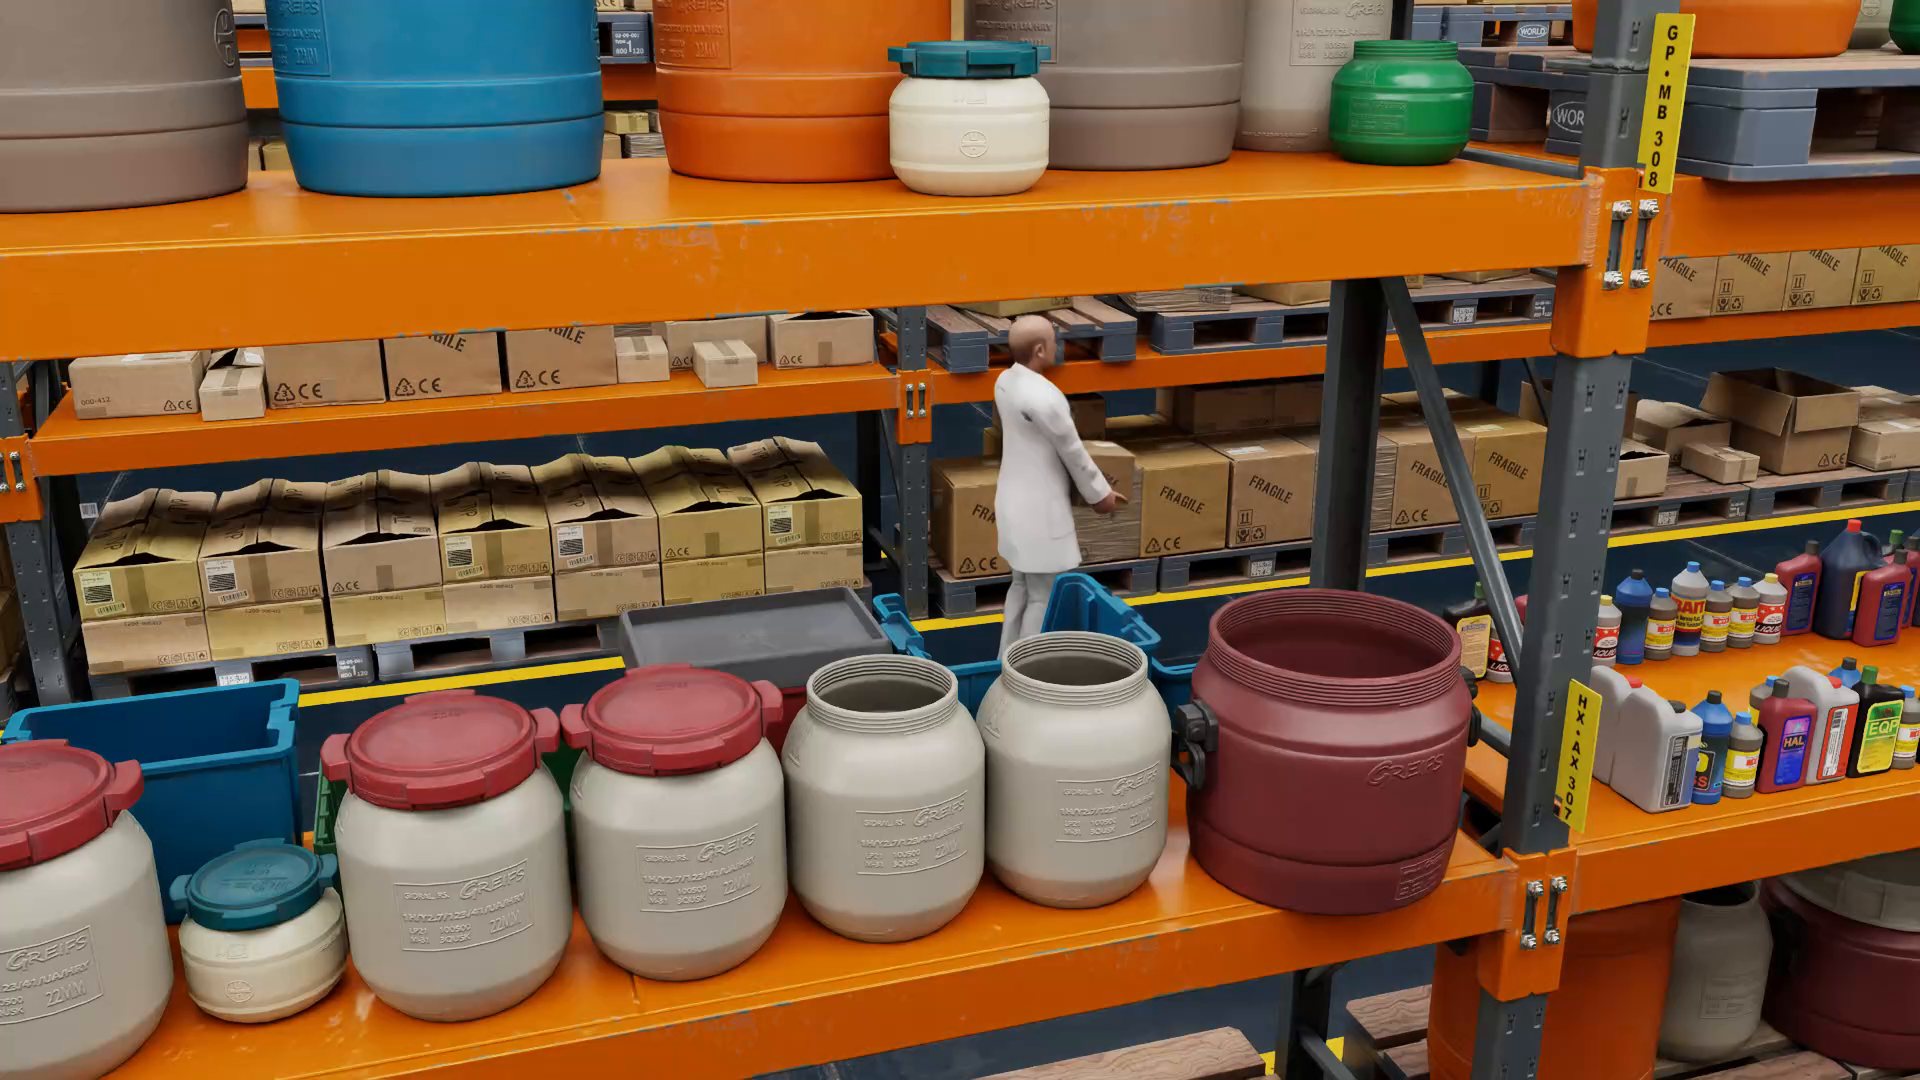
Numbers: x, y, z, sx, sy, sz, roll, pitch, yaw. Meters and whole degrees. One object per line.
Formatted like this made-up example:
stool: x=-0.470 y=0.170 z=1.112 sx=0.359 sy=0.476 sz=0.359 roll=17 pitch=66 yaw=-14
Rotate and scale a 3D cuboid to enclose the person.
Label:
person: x=0.439 y=-0.138 z=7.494 sx=0.556 sy=1.780 sz=0.526 roll=-6 pitch=20 yaw=-18
